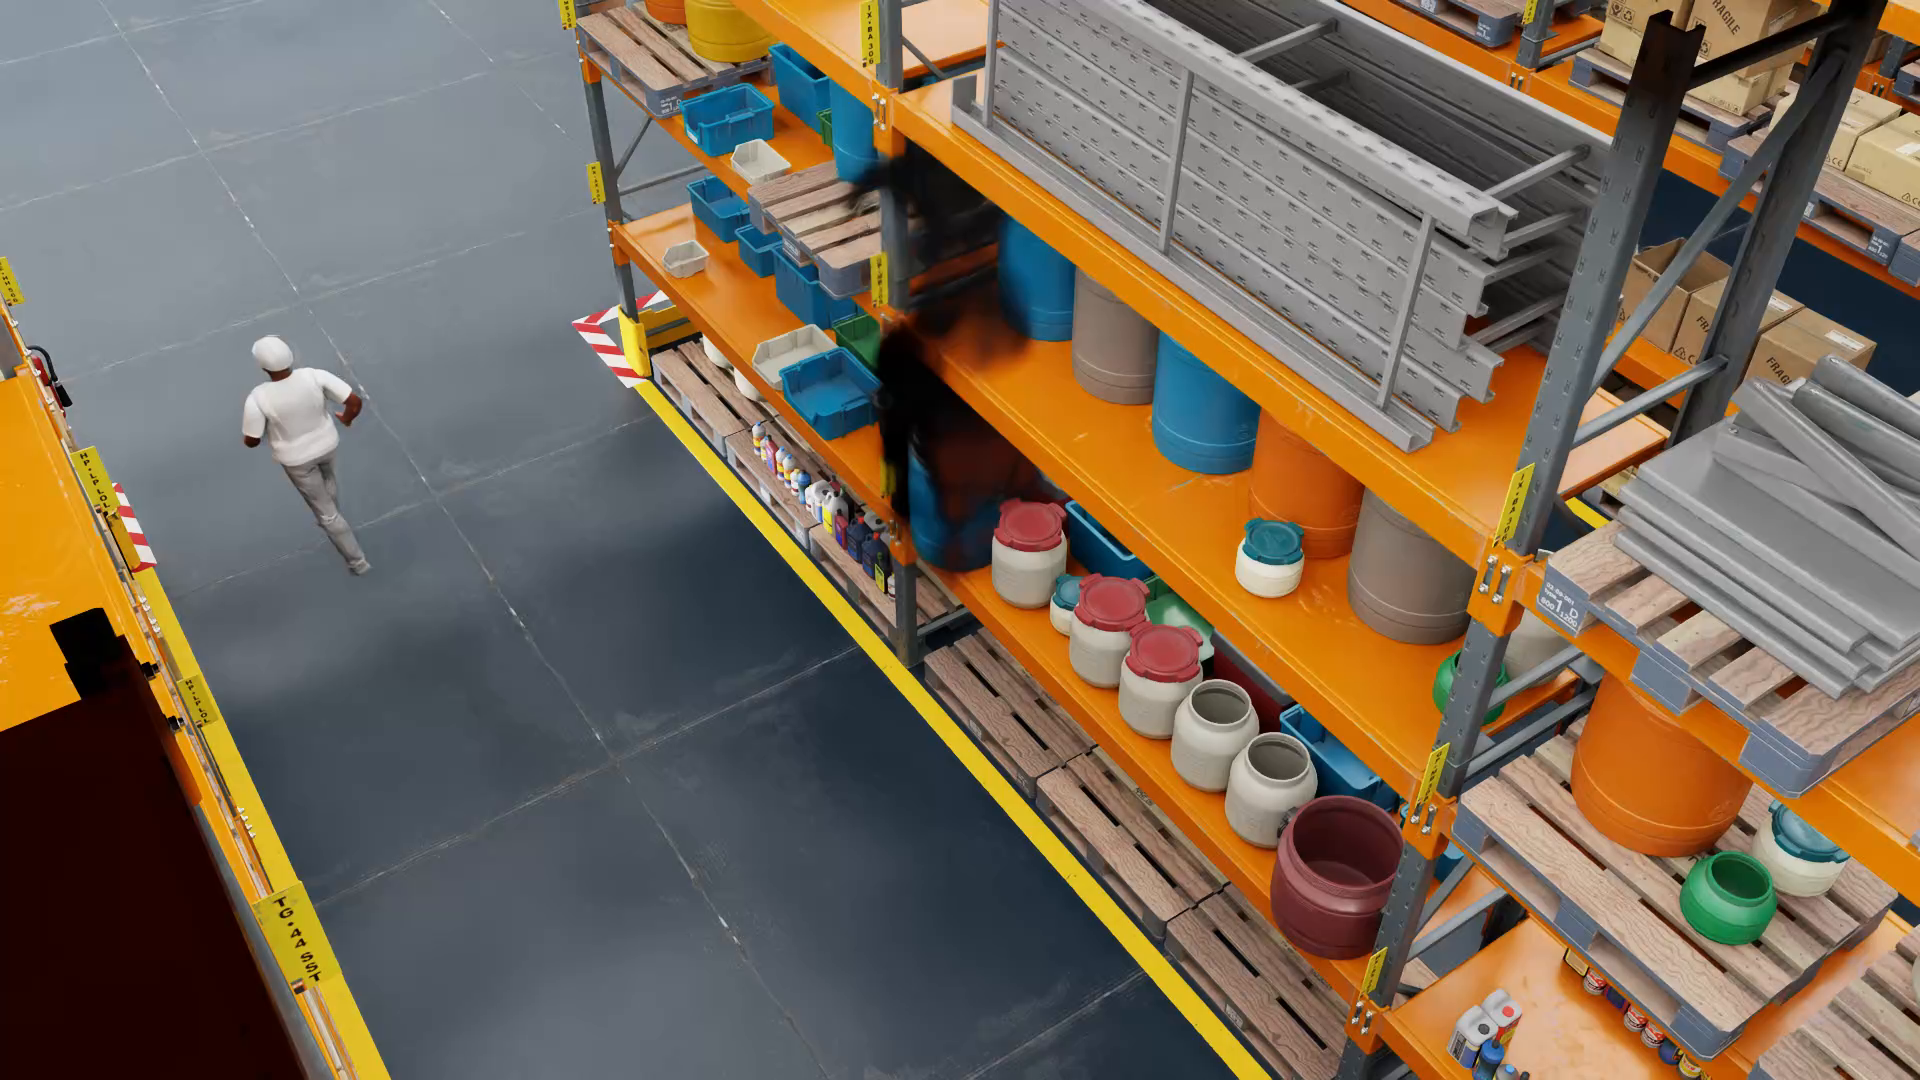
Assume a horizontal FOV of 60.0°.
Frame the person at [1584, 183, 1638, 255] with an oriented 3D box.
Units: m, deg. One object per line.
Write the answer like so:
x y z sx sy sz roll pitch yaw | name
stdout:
5.352 -2.827 13.666 0.957 1.626 0.676 31 51 29 | person

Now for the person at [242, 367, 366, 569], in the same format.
-4.186 -0.577 10.681 0.810 1.637 0.690 34 52 31 | person
